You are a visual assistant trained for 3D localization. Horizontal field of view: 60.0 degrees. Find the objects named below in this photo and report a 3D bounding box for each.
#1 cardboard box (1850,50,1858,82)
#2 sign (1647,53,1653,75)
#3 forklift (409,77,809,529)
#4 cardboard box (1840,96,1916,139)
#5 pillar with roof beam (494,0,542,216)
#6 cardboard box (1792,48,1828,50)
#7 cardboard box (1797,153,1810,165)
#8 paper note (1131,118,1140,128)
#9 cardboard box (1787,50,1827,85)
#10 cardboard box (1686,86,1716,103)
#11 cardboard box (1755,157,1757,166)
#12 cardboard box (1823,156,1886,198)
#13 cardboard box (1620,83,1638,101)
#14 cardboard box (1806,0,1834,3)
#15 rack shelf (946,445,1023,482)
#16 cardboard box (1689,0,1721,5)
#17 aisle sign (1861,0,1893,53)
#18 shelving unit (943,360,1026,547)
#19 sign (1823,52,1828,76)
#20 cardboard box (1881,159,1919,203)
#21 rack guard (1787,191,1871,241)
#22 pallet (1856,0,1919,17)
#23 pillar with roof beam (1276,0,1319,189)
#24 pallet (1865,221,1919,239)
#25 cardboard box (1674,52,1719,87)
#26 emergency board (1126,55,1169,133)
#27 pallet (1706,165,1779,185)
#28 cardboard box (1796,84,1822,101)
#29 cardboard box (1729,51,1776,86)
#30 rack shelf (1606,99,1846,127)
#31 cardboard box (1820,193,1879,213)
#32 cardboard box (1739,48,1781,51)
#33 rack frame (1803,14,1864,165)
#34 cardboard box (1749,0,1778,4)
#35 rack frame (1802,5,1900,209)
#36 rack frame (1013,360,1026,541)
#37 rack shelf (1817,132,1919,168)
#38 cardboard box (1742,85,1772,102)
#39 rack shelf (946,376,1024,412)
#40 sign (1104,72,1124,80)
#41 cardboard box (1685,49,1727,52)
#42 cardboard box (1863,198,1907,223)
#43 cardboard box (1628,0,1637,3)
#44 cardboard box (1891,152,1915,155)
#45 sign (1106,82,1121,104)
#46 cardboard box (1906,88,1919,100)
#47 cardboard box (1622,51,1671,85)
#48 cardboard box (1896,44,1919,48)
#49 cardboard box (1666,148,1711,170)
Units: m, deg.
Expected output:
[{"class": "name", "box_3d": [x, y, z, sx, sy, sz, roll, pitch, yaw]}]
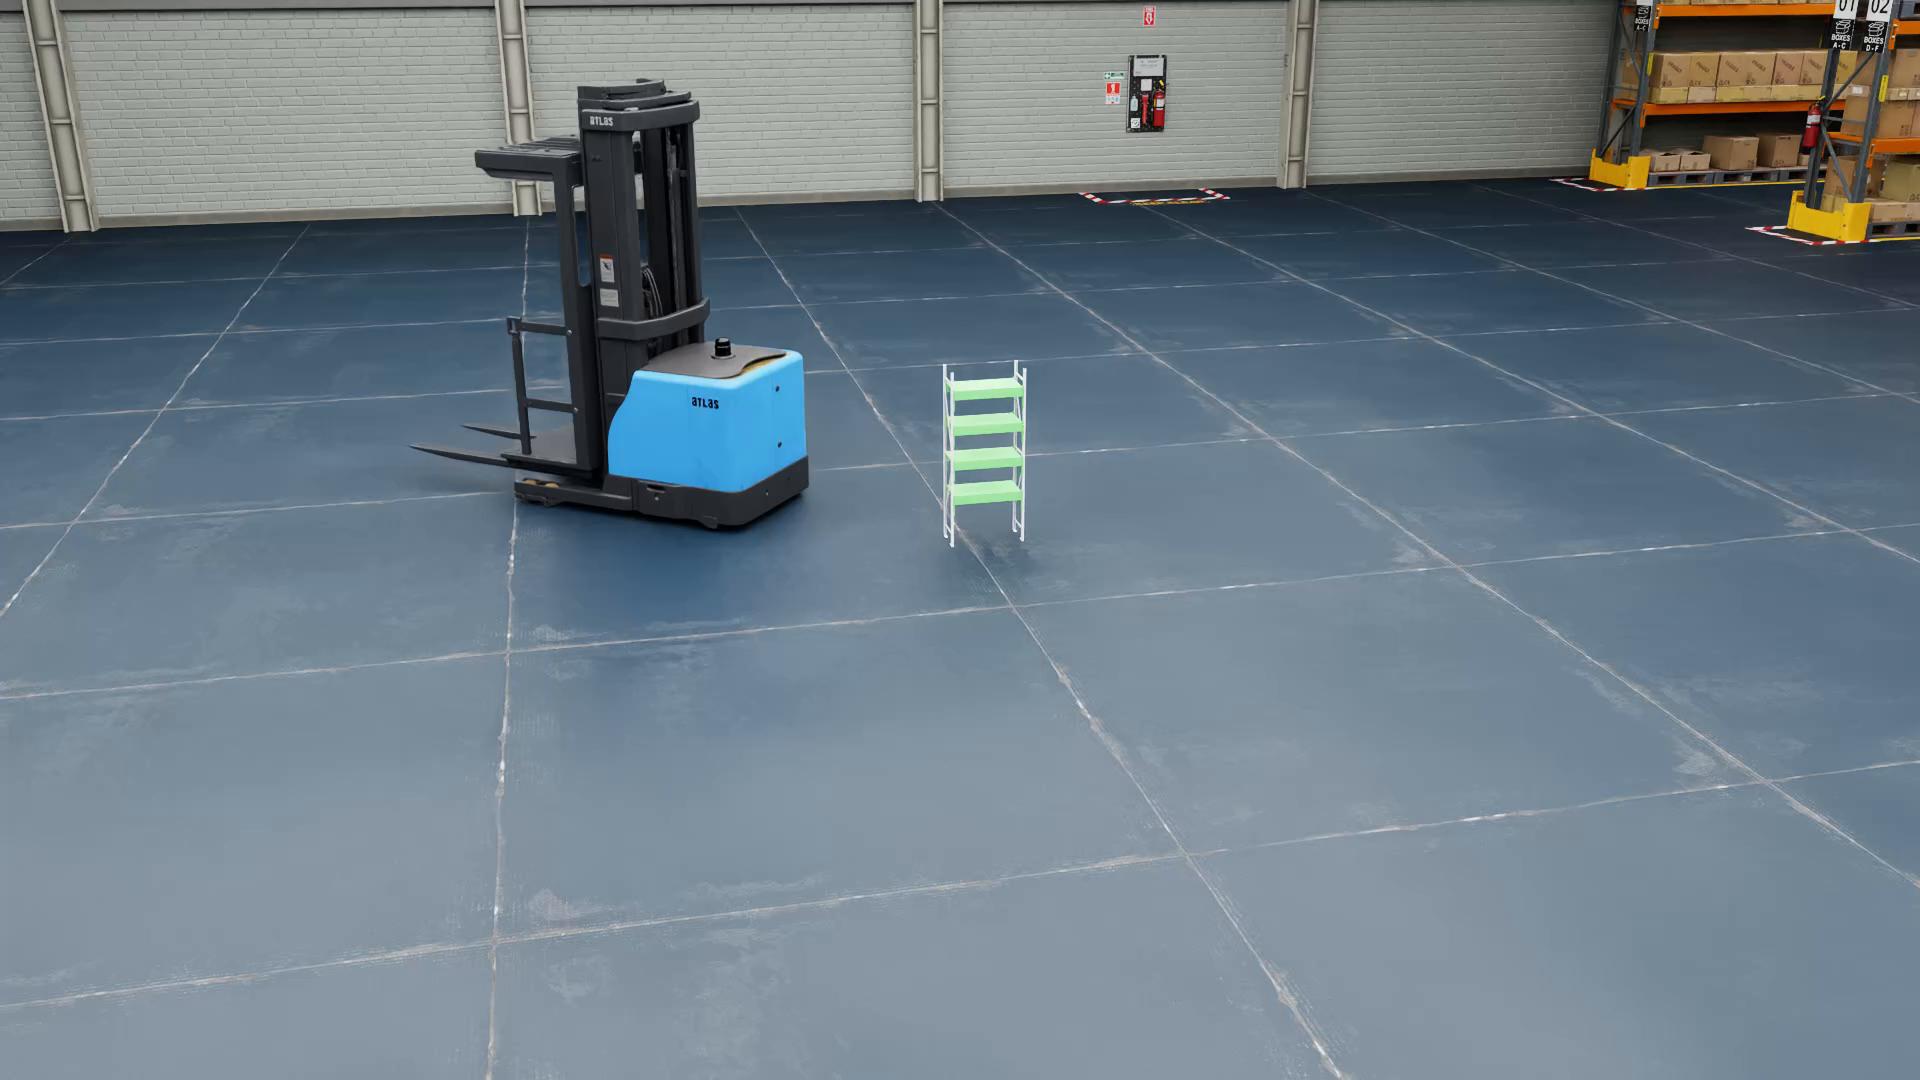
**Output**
[{"class": "cardboard box", "box_3d": [15.111, -7.858, 27.621, 0.500, 0.500, 0.700, -5, 21, -12]}, {"class": "sign", "box_3d": [10.840, -7.484, 26.126, 0.005, 0.325, 0.100, -5, 21, -12]}, {"class": "forklift", "box_3d": [-2.667, -1.773, 11.892, 3.031, 2.935, 1.130, 9, 22, 23]}, {"class": "cardboard box", "box_3d": [12.316, -5.681, 22.317, 0.500, 0.500, 0.700, -5, 21, -12]}, {"class": "pillar with roof beam", "box_3d": [-5.329, -7.556, 18.858, 0.400, 9.000, 9.100, -5, 21, -12]}, {"class": "cardboard box", "box_3d": [14.102, -7.900, 27.618, 0.500, 0.500, 0.500, -5, 21, -14]}, {"class": "cardboard box", "box_3d": [14.094, -6.400, 27.904, 0.250, 0.166, 0.380, -7, 21, -20]}, {"class": "paper note", "box_3d": [2.756, -6.542, 26.093, 0.142, 0.148, 0.016, -5, 21, -12]}, {"class": "cardboard box", "box_3d": [13.734, -7.685, 27.031, 0.500, 0.500, 0.500, -5, 21, -13]}, {"class": "cardboard box", "box_3d": [11.765, -7.177, 26.734, 0.500, 0.250, 0.500, -5, 21, -14]}, {"class": "cardboard box", "box_3d": [13.046, -6.324, 27.723, 0.250, 0.149, 0.380, -6, 21, -17]}, {"class": "cardboard box", "box_3d": [12.312, -5.002, 22.905, 0.500, 0.500, 0.500, -5, 21, -12]}, {"class": "cardboard box", "box_3d": [11.125, -7.300, 27.071, 0.500, 0.250, 0.500, -4, 21, -12]}, {"class": "cardboard box", "box_3d": [13.678, -8.882, 26.666, 0.500, 0.500, 0.500, -6, 21, -17]}, {"class": "rack shelf", "box_3d": [0.161, -0.516, 11.166, 0.480, 0.148, 0.258, -5, 21, -12]}, {"class": "cardboard box", "box_3d": [11.629, -8.697, 26.162, 0.500, 0.500, 0.500, -3, 20, -9]}, {"class": "aisle sign", "box_3d": [11.865, -6.714, 21.504, 0.004, 0.787, 0.394, -5, 21, -12]}, {"class": "shelving unit", "box_3d": [0.161, -0.576, 11.144, 0.503, 1.200, 0.258, -5, 21, -12]}, {"class": "sign", "box_3d": [11.747, -6.439, 22.504, 0.005, 0.325, 0.100, -5, 21, -12]}, {"class": "cardboard box", "box_3d": [12.918, -4.868, 22.539, 0.500, 0.500, 0.500, -5, 21, -12]}, {"class": "rack guard", "box_3d": [11.835, -4.426, 22.670, 0.348, 0.500, 1.175, -5, 21, -12]}, {"class": "pallet", "box_3d": [12.552, -7.016, 21.874, 1.213, 0.211, 1.003, -5, 21, -12]}, {"class": "pillar with roof beam", "box_3d": [6.349, -8.505, 21.450, 0.400, 9.000, 9.100, -5, 21, -12]}, {"class": "pallet", "box_3d": [12.593, -4.367, 22.928, 1.213, 0.211, 1.003, -5, 21, -12]}, {"class": "cardboard box", "box_3d": [11.732, -7.523, 26.590, 0.500, 0.500, 0.500, -5, 21, -12]}, {"class": "emergency board", "box_3d": [2.944, -6.947, 25.917, 0.643, 1.169, 0.194, -5, 21, -12]}, {"class": "pallet", "box_3d": [12.773, -6.104, 27.671, 1.213, 0.211, 1.003, -5, 21, -12]}, {"class": "cardboard box", "box_3d": [13.730, -7.339, 27.178, 0.500, 0.250, 0.500, -5, 21, -12]}, {"class": "cardboard box", "box_3d": [12.736, -7.607, 26.819, 0.500, 0.500, 0.500, -4, 20, -11]}, {"class": "rack shelf", "box_3d": [12.661, -7.080, 27.327, 4.000, 0.370, 1.077, -5, 21, -12]}, {"class": "cardboard box", "box_3d": [12.312, -4.649, 23.032, 0.500, 0.250, 0.500, -5, 21, -12]}, {"class": "cardboard box", "box_3d": [13.112, -7.822, 27.407, 0.500, 0.500, 0.500, -4, 21, -11]}, {"class": "rack frame", "box_3d": [14.608, -7.576, 27.635, 0.127, 3.000, 1.000, -5, 21, -12]}, {"class": "cardboard box", "box_3d": [12.650, -8.789, 26.413, 0.500, 0.500, 0.500, -3, 20, -9]}, {"class": "rack frame", "box_3d": [11.858, -5.601, 22.245, 0.127, 3.000, 1.000, -5, 21, -12]}, {"class": "rack frame", "box_3d": [0.399, -0.596, 11.197, 0.015, 1.200, 0.240, -5, 21, -12]}, {"class": "rack shelf", "box_3d": [13.805, -5.422, 22.801, 4.000, 0.370, 1.077, -5, 21, -12]}, {"class": "cardboard box", "box_3d": [12.754, -7.254, 26.946, 0.500, 0.250, 0.500, -4, 21, -12]}, {"class": "rack shelf", "box_3d": [0.161, -0.967, 11.001, 0.480, 0.148, 0.258, -5, 21, -12]}, {"class": "sign", "box_3d": [2.389, -7.200, 25.787, 0.331, 0.109, 0.001, -5, 21, -12]}, {"class": "cardboard box", "box_3d": [12.119, -7.738, 27.176, 0.500, 0.500, 0.500, -5, 21, -14]}, {"class": "cardboard box", "box_3d": [12.432, -4.476, 22.558, 0.500, 0.250, 0.500, -5, 21, -12]}, {"class": "cardboard box", "box_3d": [11.063, -8.842, 26.556, 0.500, 0.500, 0.500, -3, 20, -9]}, {"class": "cardboard box", "box_3d": [15.811, -6.730, 28.321, 0.500, 0.500, 0.700, -5, 21, -14]}, {"class": "sign", "box_3d": [2.383, -6.954, 25.886, 0.234, 0.329, 0.001, -5, 21, -12]}, {"class": "cardboard box", "box_3d": [12.546, -5.934, 22.064, 0.250, 0.149, 0.380, -5, 21, -14]}, {"class": "cardboard box", "box_3d": [11.125, -7.659, 26.960, 0.500, 0.500, 0.500, -5, 21, -13]}, {"class": "cardboard box", "box_3d": [12.878, -6.338, 22.224, 0.500, 0.500, 0.700, -5, 21, -14]}, {"class": "cardboard box", "box_3d": [11.964, -6.273, 27.348, 0.500, 0.311, 0.500, -3, 20, -8]}]
